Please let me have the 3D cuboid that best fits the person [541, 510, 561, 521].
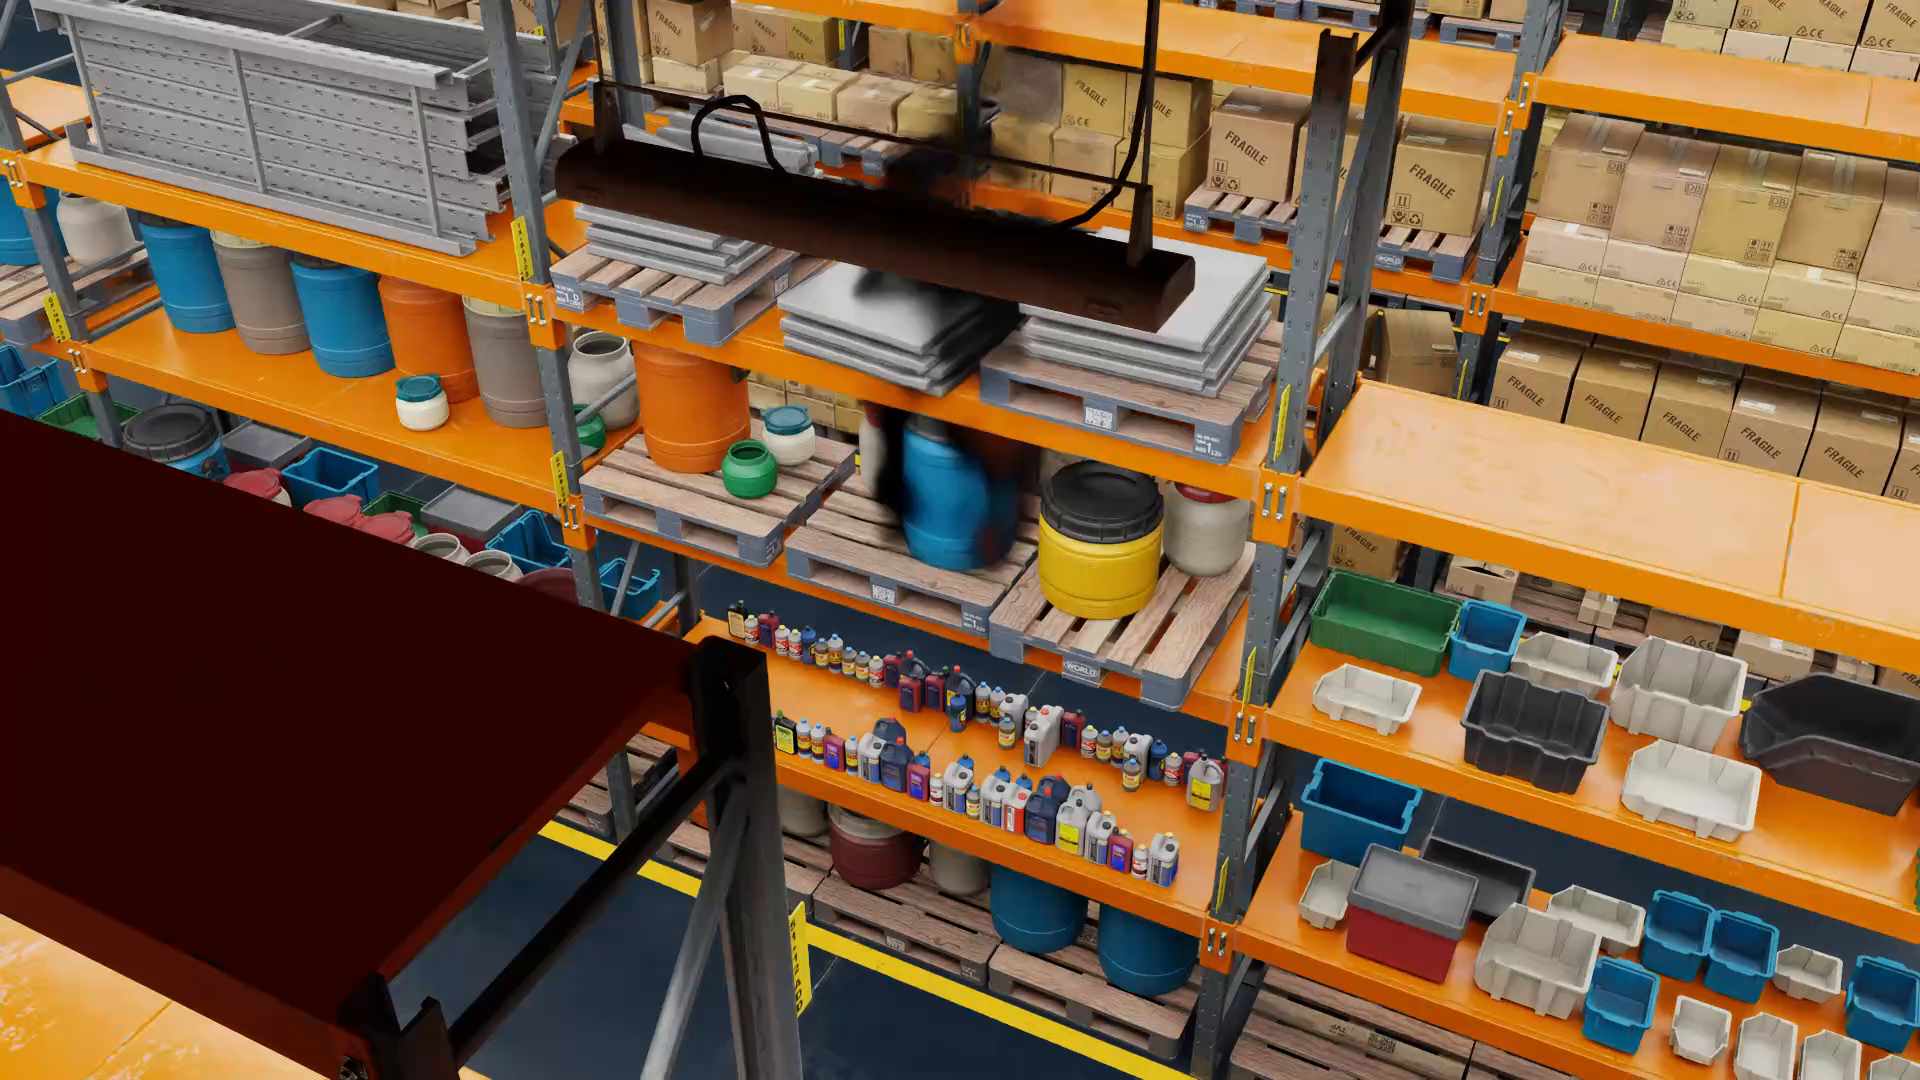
[{"bbox_3d":[-3.536,-0.833,13.631,0.716,1.621,0.596,13,37,17],"label":"person"}]
